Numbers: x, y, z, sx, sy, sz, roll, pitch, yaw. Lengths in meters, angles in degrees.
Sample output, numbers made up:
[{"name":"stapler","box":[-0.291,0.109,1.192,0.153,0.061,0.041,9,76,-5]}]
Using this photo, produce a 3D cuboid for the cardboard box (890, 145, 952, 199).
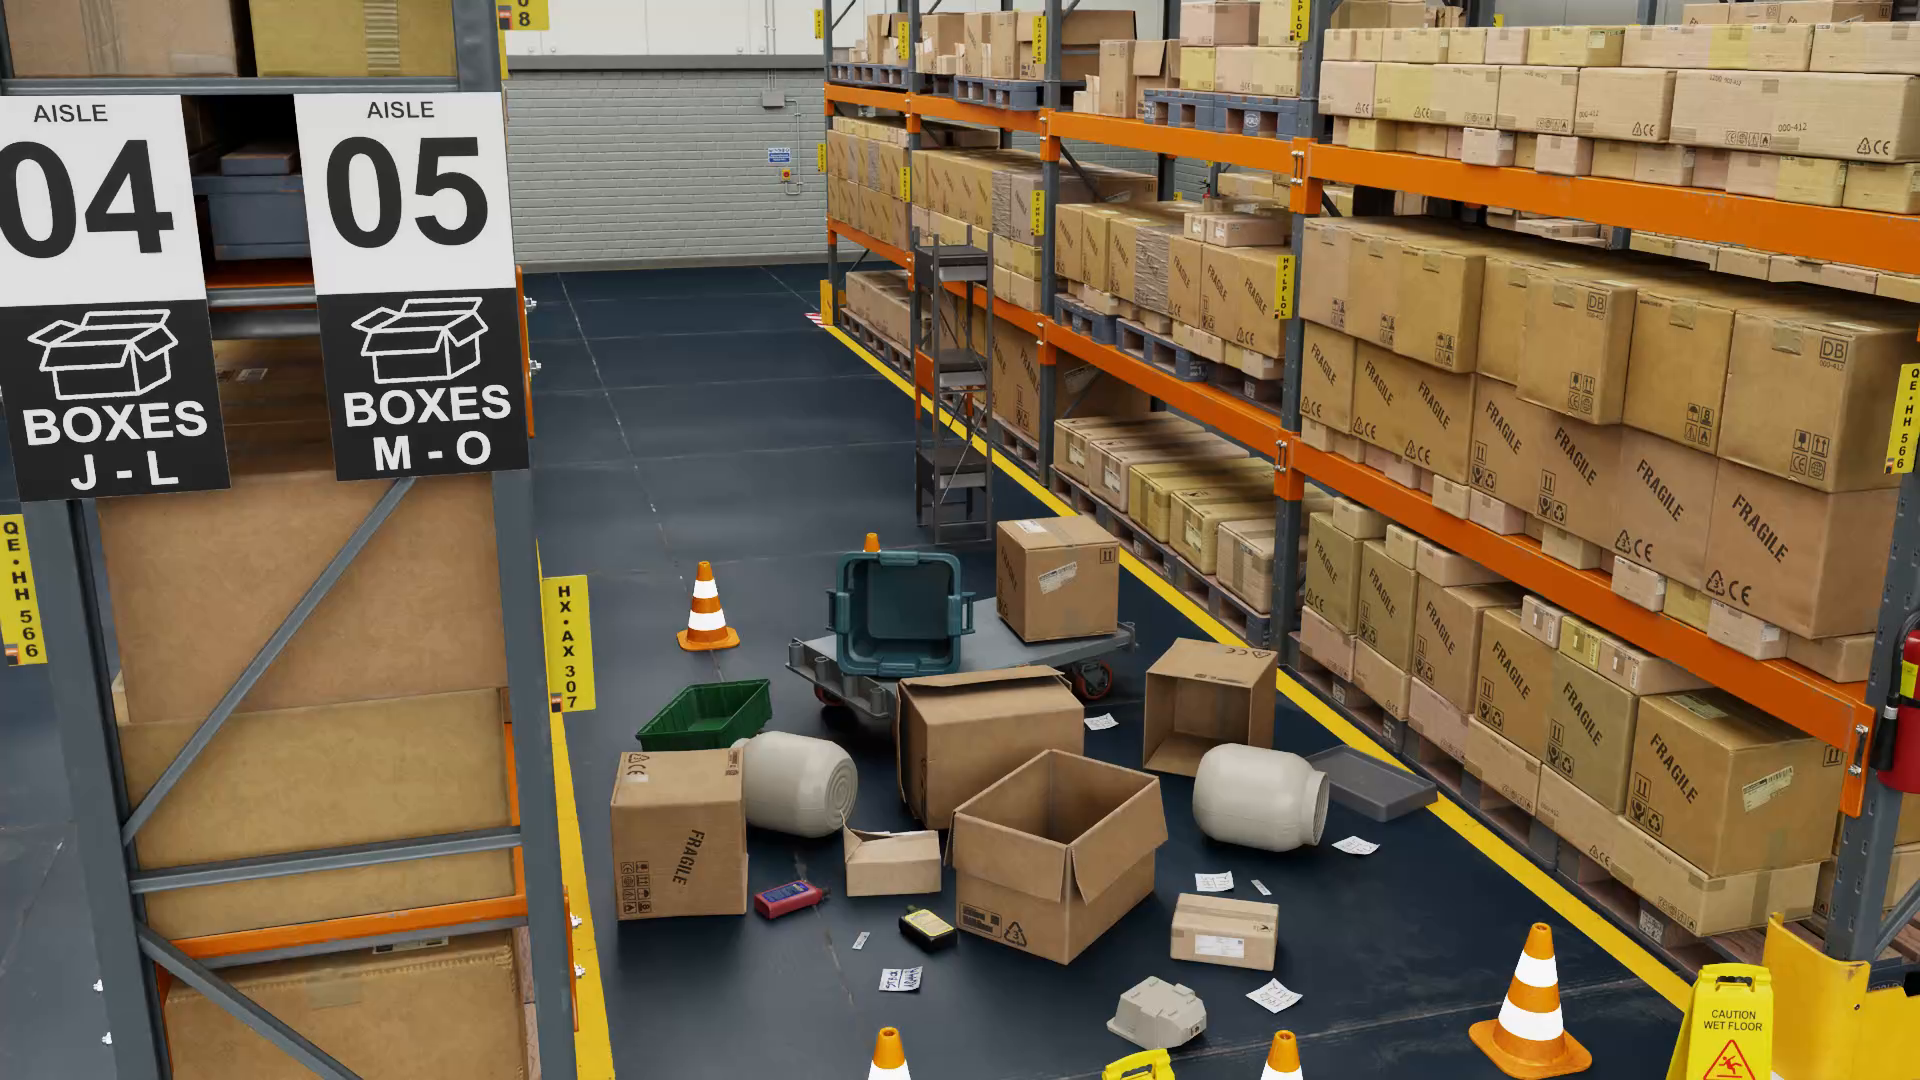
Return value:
[{"name":"cardboard box","box":[-0.390,-3.640,16.445,0.500,0.500,0.500,-5,17,-16]}]

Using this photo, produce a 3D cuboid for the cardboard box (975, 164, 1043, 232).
[{"name":"cardboard box","box":[0.432,-2.827,13.736,0.500,0.500,0.500,-5,17,-15]}]

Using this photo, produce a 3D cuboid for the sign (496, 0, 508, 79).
[{"name":"sign","box":[-1.995,-2.139,7.109,0.100,0.325,0.005,-5,17,-15]}]

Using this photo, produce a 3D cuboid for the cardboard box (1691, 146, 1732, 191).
[{"name":"cardboard box","box":[2.790,-1.296,5.775,0.380,0.149,0.250,-5,17,-15]}]

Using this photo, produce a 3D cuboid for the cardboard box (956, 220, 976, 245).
[{"name":"cardboard box","box":[0.279,-2.605,14.302,0.500,0.250,0.500,-5,17,-17]}]

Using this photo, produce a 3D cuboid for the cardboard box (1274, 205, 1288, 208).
[{"name":"cardboard box","box":[3.902,-3.840,19.459,0.380,0.149,0.250,-4,17,-14]}]

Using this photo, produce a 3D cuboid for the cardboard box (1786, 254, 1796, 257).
[{"name":"cardboard box","box":[6.209,-2.118,11.989,0.380,0.149,0.250,-5,17,-15]}]

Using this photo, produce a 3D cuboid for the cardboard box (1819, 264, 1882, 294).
[{"name":"cardboard box","box":[6.311,-1.752,11.463,0.500,0.250,0.500,-4,17,-14]}]

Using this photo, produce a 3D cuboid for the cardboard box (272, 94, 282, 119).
[{"name":"cardboard box","box":[-2.337,-1.390,5.183,0.380,0.149,0.250,-4,17,-15]}]

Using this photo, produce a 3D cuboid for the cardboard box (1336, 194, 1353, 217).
[{"name":"cardboard box","box":[4.402,-3.590,17.935,0.500,0.250,0.500,-4,17,-14]}]

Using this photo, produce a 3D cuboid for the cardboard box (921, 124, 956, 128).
[{"name":"cardboard box","box":[-0.231,-4.299,17.512,0.380,0.149,0.250,-5,17,-15]}]

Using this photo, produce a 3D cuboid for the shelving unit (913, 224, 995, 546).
[{"name":"shelving unit","box":[-0.045,-1.051,11.302,0.431,2.100,0.503,-5,17,-15]}]

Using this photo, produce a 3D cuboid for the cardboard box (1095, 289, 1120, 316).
[{"name":"cardboard box","box":[1.147,-1.637,11.393,0.380,0.149,0.250,-5,17,-15]}]

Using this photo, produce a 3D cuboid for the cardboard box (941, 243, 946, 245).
[{"name":"cardboard box","box":[0.141,-2.504,14.836,0.500,0.250,0.500,-5,17,-16]}]

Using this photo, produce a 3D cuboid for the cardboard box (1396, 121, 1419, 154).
[{"name":"cardboard box","box":[2.246,-1.866,7.672,0.380,0.149,0.250,-5,17,-15]}]

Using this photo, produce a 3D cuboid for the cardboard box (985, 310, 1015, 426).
[{"name":"cardboard box","box":[0.753,-1.527,14.283,0.875,0.875,0.875,-4,17,-15]}]

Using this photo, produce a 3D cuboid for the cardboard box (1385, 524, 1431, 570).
[{"name":"cardboard box","box":[2.226,0.020,7.790,0.380,0.149,0.250,-4,17,-13]}]

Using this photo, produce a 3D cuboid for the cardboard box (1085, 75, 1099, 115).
[{"name":"cardboard box","box":[1.098,-3.099,11.576,0.396,0.266,0.258,-5,17,-15]}]

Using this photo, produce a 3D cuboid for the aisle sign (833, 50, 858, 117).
[{"name":"aisle sign","box":[-1.393,-5.353,19.541,0.394,0.787,0.004,-5,17,-15]}]

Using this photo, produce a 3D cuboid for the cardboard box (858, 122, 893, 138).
[{"name":"cardboard box","box":[-0.877,-4.396,17.834,0.380,0.149,0.250,-5,17,-17]}]

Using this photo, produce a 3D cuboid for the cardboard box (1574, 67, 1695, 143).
[{"name":"cardboard box","box":[2.619,-1.595,6.079,0.500,0.250,0.500,-4,17,-14]}]

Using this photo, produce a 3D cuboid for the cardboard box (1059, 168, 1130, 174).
[{"name":"cardboard box","box":[1.058,-2.717,13.372,0.500,0.500,0.500,-5,17,-15]}]

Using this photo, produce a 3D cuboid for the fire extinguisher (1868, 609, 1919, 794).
[{"name":"fire extinguisher","box":[2.891,0.420,4.975,0.296,0.674,0.183,-5,17,-15]}]

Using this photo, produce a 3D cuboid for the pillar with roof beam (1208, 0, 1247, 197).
[{"name":"pillar with roof beam","box":[-0.336,-7.855,21.958,9.100,9.000,0.400,-5,17,-15]}]

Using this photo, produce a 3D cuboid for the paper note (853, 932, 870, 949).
[{"name":"paper note","box":[-0.377,1.528,6.347,0.032,0.001,0.123,4,17,13]}]

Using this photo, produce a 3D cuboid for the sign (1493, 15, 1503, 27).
[{"name":"sign","box":[2.723,-2.521,8.518,0.100,0.325,0.005,-5,17,-15]}]

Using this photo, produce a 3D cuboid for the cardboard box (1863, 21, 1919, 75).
[{"name":"cardboard box","box":[2.926,-1.454,4.915,0.380,0.149,0.250,-5,17,-15]}]

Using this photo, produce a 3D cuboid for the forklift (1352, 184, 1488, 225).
[{"name":"forklift","box":[3.837,-2.040,13.148,1.130,2.935,3.031,-7,18,-23]}]

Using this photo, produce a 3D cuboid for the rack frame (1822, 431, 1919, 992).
[{"name":"rack frame","box":[3.303,0.315,5.191,1.000,3.000,0.127,-5,17,-15]}]

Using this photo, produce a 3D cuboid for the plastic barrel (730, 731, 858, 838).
[{"name":"plastic barrel","box":[-0.741,1.054,7.208,0.512,0.421,0.421,7,18,23]}]

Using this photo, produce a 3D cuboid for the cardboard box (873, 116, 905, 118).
[{"name":"cardboard box","box":[-0.803,-4.865,19.395,0.380,0.149,0.250,-4,17,-15]}]

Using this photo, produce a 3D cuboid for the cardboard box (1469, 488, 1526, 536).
[{"name":"cardboard box","box":[2.420,-0.137,7.131,0.380,0.149,0.250,-5,17,-15]}]

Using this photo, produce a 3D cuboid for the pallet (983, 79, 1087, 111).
[{"name":"pallet","box":[0.876,-3.418,12.732,1.213,0.211,1.003,-4,17,-13]}]

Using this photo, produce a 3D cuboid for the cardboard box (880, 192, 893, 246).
[{"name":"cardboard box","box":[-0.515,-3.303,17.059,0.500,0.500,0.500,-5,17,-17]}]

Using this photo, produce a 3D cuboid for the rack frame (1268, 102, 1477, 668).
[{"name":"rack frame","box":[2.204,-0.792,8.874,1.000,3.000,0.127,-5,17,-15]}]

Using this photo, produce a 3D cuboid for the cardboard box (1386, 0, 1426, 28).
[{"name":"cardboard box","box":[2.282,-2.928,9.432,0.500,0.250,0.500,-5,17,-16]}]

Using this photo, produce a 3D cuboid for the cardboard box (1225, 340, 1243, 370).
[{"name":"cardboard box","box":[1.741,-1.068,9.499,0.380,0.149,0.250,-5,17,-17]}]

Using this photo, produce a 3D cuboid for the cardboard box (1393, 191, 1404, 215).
[{"name":"cardboard box","box":[4.694,-3.496,16.972,0.700,0.500,0.500,-4,17,-14]}]

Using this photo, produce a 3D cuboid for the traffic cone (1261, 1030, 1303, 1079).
[{"name":"traffic cone","box":[0.971,1.694,5.007,0.336,0.463,0.334,-5,17,-15]}]

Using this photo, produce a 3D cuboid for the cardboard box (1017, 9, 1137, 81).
[{"name":"cardboard box","box":[0.856,-3.678,12.358,0.797,0.503,0.637,-6,18,-19]}]

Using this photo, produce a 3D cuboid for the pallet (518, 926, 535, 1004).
[{"name":"pallet","box":[-2.055,1.518,6.033,1.003,0.211,1.213,-5,17,-15]}]

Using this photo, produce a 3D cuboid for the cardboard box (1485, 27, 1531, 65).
[{"name":"cardboard box","box":[2.387,-2.021,6.803,0.380,0.149,0.250,-5,17,-16]}]

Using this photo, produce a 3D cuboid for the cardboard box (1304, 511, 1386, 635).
[{"name":"cardboard box","box":[2.106,0.149,8.487,0.500,0.500,0.500,-4,17,-13]}]

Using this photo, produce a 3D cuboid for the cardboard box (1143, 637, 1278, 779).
[{"name":"cardboard box","box":[1.190,0.808,7.889,0.500,0.500,0.500,7,18,23]}]

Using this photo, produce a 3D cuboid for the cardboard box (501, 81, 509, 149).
[{"name":"cardboard box","box":[-1.215,-0.952,3.725,0.380,0.149,0.250,-5,17,-15]}]

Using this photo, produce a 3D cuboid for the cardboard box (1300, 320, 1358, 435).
[{"name":"cardboard box","box":[2.057,-0.839,8.339,0.500,0.500,0.500,-5,17,-15]}]

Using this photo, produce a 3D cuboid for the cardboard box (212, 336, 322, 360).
[{"name":"cardboard box","box":[-2.027,-0.408,5.457,0.875,0.550,0.500,-5,17,-15]}]

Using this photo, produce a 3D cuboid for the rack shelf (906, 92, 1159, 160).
[{"name":"rack shelf","box":[0.555,-3.544,14.071,1.077,0.370,4.000,-5,17,-15]}]

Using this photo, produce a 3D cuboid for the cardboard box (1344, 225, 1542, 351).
[{"name":"cardboard box","box":[2.235,-1.179,7.735,0.700,0.500,0.500,-5,17,-15]}]

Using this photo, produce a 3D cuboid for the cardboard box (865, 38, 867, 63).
[{"name":"cardboard box","box":[-0.731,-5.336,18.040,0.500,0.311,0.500,-4,17,-14]}]

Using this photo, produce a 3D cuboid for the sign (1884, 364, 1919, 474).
[{"name":"sign","box":[2.764,-0.353,4.851,0.100,0.325,0.005,-5,17,-15]}]

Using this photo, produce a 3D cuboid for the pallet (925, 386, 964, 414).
[{"name":"pallet","box":[0.290,-1.462,15.952,1.003,0.211,1.213,-5,17,-15]}]

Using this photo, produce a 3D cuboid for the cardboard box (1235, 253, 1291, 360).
[{"name":"cardboard box","box":[1.856,-1.293,9.122,0.500,0.500,0.500,-5,17,-16]}]

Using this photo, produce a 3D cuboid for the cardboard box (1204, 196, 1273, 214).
[{"name":"cardboard box","box":[1.825,-2.170,10.915,0.380,0.149,0.250,-6,18,-18]}]
